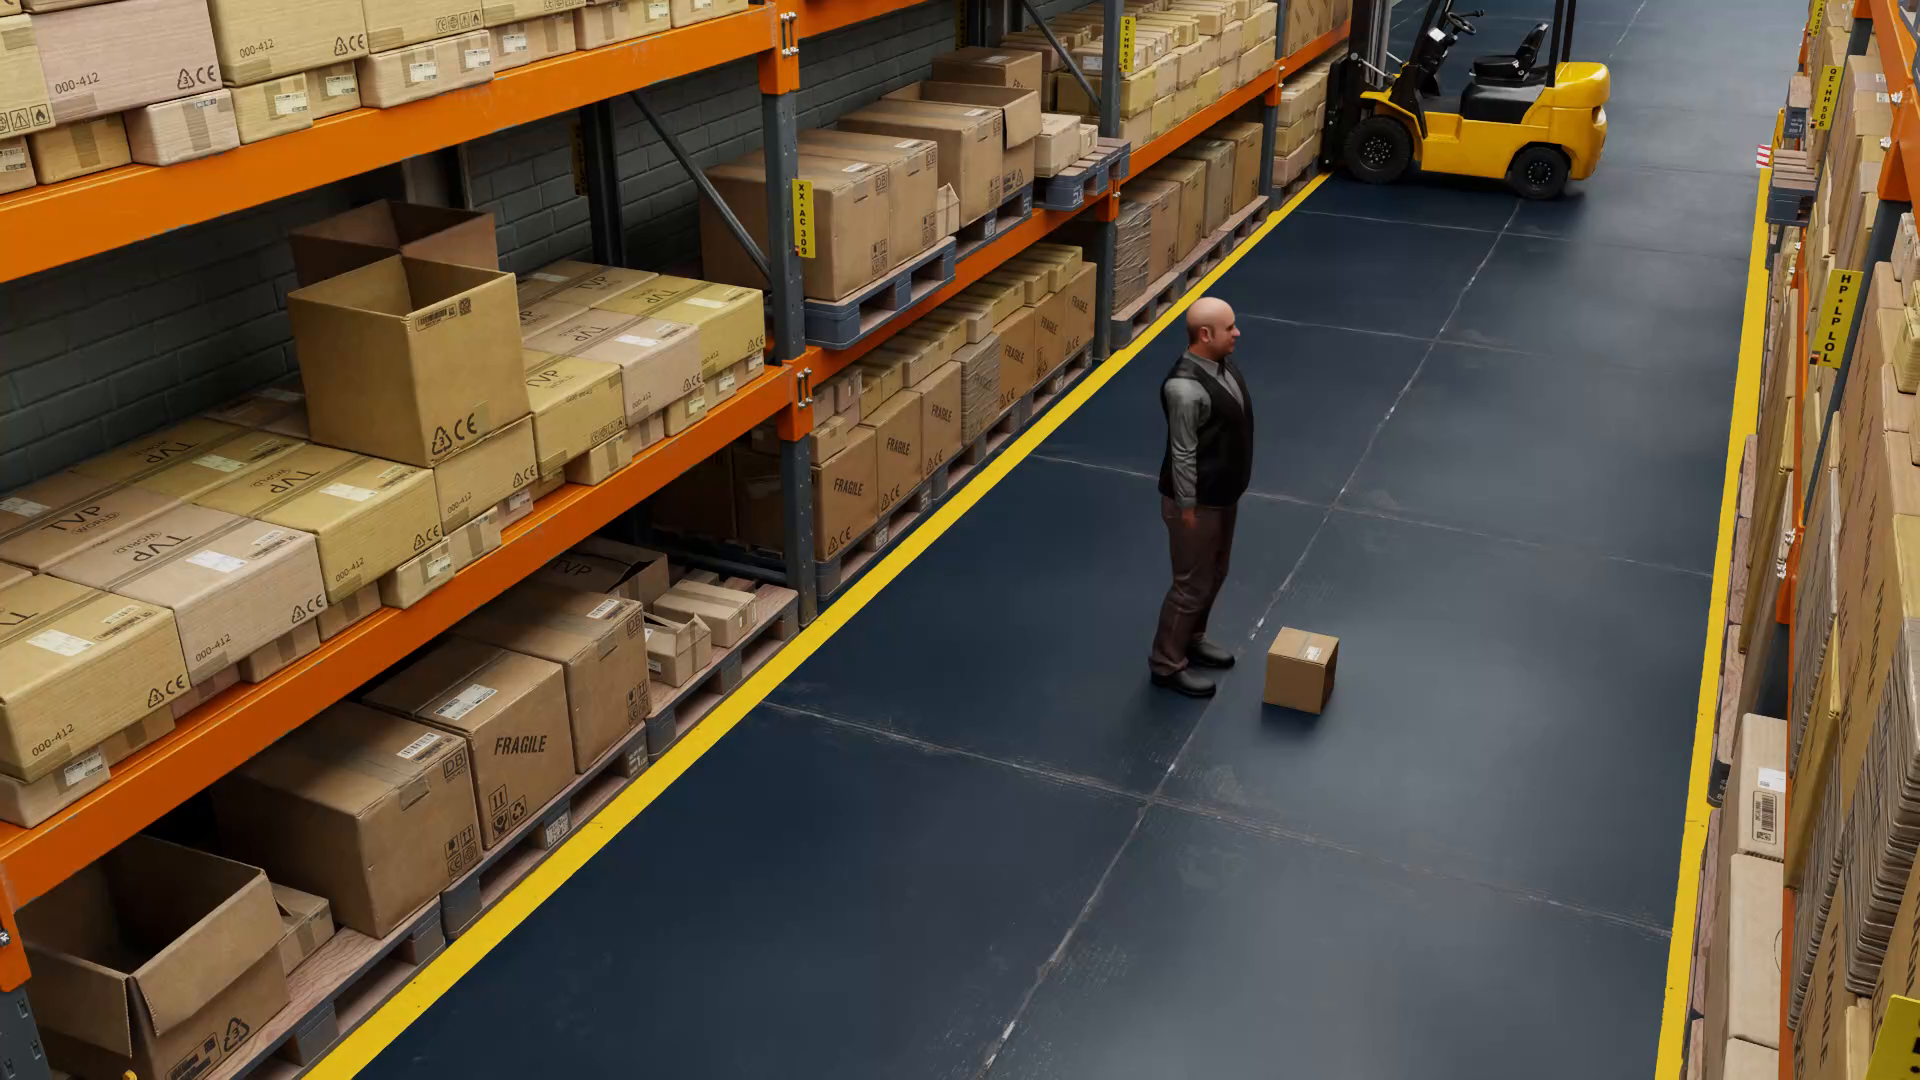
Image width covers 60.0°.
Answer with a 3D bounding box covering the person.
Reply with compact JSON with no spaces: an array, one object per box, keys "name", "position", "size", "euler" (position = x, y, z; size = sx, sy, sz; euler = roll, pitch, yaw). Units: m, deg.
[{"name":"person","position":[1.036,-0.192,7.042],"size":[0.359,1.719,0.531],"euler":[12,28,23]}]
